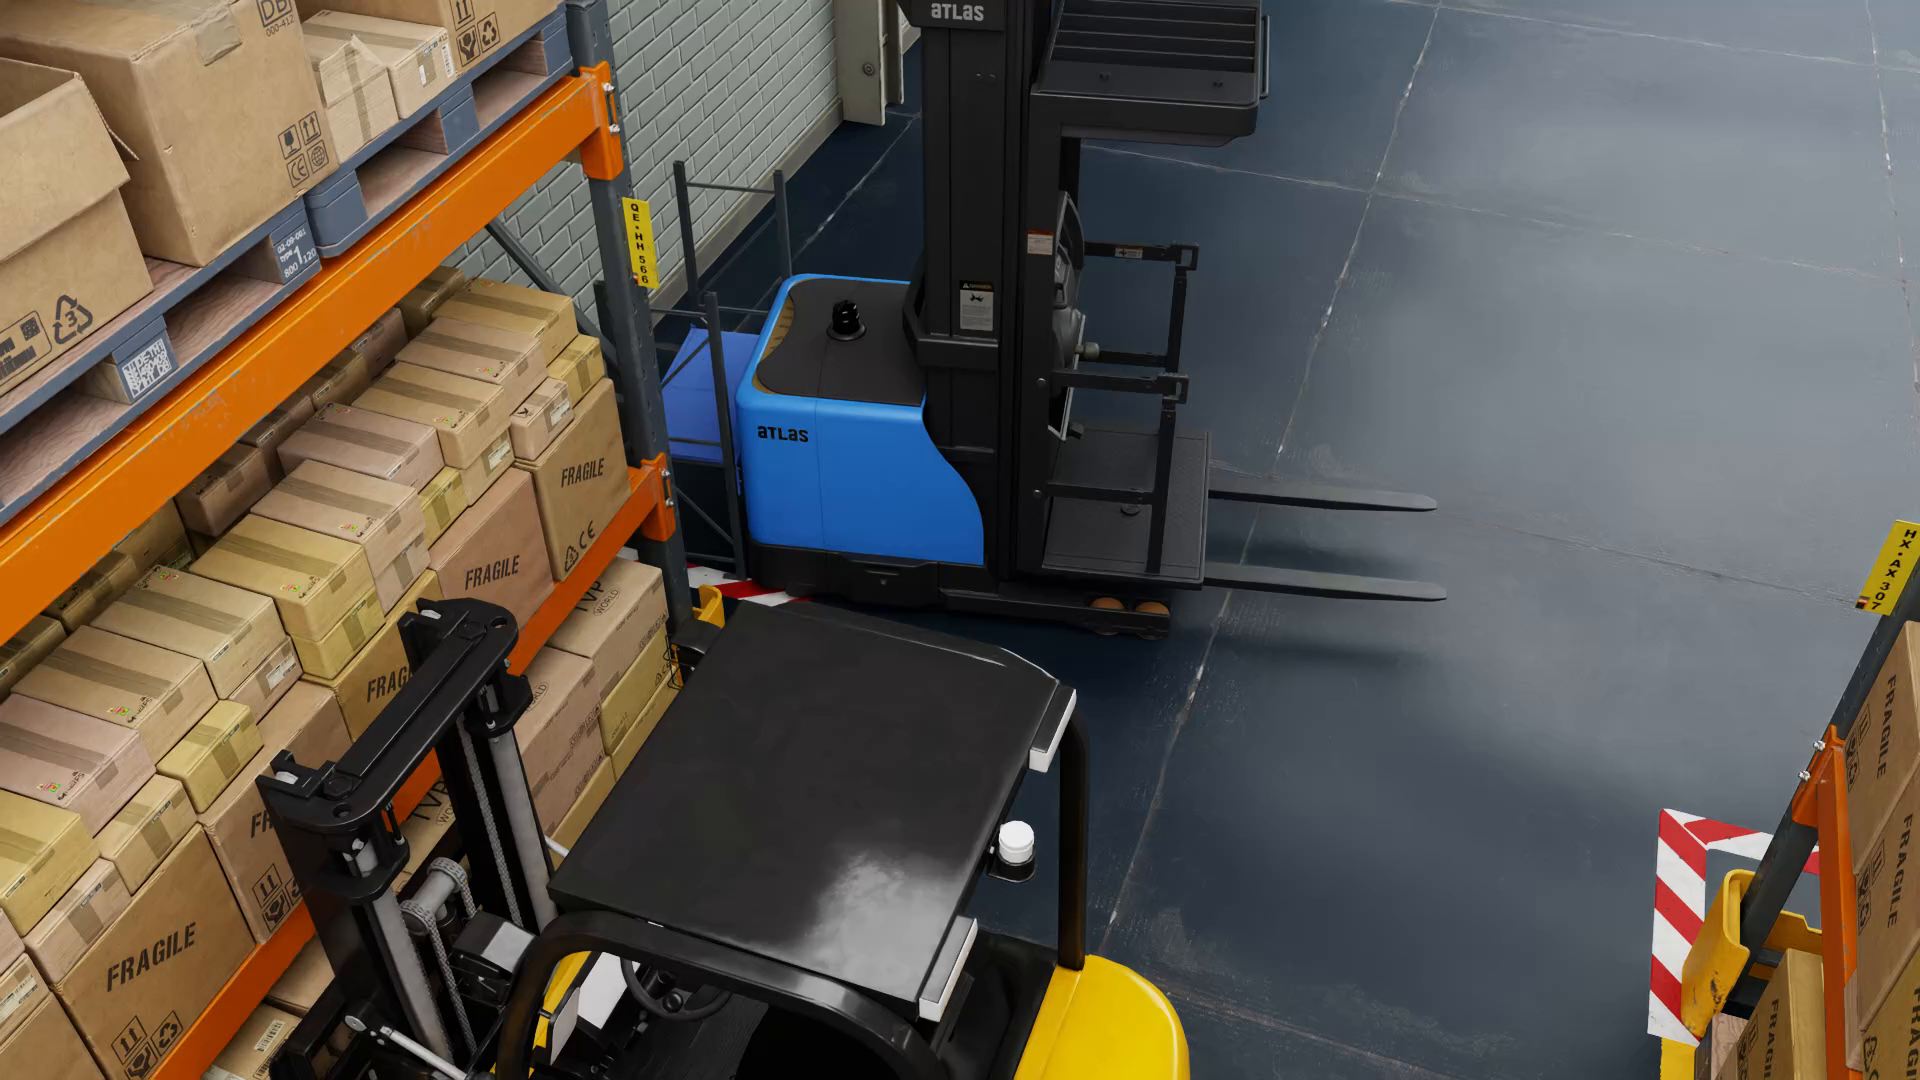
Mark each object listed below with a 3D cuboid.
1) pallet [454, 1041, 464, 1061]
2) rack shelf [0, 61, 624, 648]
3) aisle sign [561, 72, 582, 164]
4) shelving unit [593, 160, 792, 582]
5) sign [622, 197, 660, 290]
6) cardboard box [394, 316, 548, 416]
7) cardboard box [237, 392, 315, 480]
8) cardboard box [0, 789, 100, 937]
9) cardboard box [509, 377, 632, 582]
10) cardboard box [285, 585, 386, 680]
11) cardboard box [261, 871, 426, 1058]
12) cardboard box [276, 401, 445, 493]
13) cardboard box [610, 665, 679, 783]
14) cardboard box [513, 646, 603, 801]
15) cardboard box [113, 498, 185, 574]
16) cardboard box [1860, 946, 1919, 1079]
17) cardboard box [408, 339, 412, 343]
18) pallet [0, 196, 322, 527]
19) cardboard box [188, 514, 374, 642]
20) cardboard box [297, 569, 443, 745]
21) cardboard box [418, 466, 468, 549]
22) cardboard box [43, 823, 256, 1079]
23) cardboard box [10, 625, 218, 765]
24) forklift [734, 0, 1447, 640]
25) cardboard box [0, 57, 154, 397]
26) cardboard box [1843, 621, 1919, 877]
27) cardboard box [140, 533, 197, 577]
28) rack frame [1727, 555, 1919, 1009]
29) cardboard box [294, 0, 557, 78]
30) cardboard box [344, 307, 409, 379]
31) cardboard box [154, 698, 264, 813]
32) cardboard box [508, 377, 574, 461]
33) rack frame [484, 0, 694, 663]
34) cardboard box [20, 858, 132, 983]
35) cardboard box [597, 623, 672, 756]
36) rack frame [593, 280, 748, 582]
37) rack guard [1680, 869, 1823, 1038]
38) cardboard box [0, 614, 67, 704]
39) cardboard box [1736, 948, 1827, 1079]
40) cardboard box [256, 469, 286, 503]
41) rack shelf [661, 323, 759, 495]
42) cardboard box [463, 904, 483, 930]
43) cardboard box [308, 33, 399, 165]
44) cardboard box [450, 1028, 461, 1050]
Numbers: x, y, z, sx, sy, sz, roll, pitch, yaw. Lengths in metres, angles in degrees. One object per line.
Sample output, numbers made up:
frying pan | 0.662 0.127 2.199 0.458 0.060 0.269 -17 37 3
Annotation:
pallet | -2.195 1.709 5.538 1.003 0.211 1.213 13 42 15
rack shelf | -2.238 -0.217 3.890 1.077 0.370 4.000 13 42 15
aisle sign | -1.255 -1.533 5.187 0.394 0.787 0.004 13 42 15
shelving unit | -1.112 -0.747 7.424 0.538 1.500 1.048 7 41 8
sign | -1.049 -0.971 5.456 0.100 0.325 0.005 13 42 15
cardboard box | -1.533 -0.545 5.225 0.380 0.149 0.250 13 42 15
cardboard box | -2.166 -0.346 4.992 0.380 0.149 0.250 14 42 15
cardboard box | -2.203 0.708 3.757 0.380 0.149 0.250 13 42 14
cardboard box | -1.475 -0.249 5.607 0.500 0.500 0.500 12 42 14
cardboard box | -1.825 0.207 4.573 0.380 0.149 0.250 14 42 15
cardboard box | -1.931 1.217 4.991 0.500 0.250 0.500 12 42 14
cardboard box | -1.752 -0.244 4.872 0.380 0.149 0.250 14 42 15
cardboard box | -1.418 0.674 6.398 0.500 0.250 0.500 14 42 15
cardboard box | -1.587 0.599 5.715 0.500 0.250 0.500 14 42 16
cardboard box | -2.415 -0.042 4.635 0.380 0.149 0.250 12 42 14
cardboard box | 2.342 1.234 3.640 0.500 0.500 0.500 13 42 14
cardboard box | -1.914 -0.705 5.642 0.380 0.149 0.250 12 42 14
pallet | -2.235 -0.505 3.741 1.003 0.211 1.213 13 42 15
cardboard box | -1.821 0.099 4.471 0.380 0.149 0.250 14 42 16
cardboard box | -1.836 0.378 4.873 0.500 0.500 0.500 13 42 14
cardboard box | -1.710 -0.125 4.962 0.380 0.149 0.250 13 42 15
cardboard box | -2.190 0.989 4.156 0.500 0.500 0.500 13 42 15
cardboard box | -2.099 0.384 4.136 0.380 0.149 0.250 13 42 15
forklift | 0.623 -1.055 6.682 3.031 2.935 1.130 5 41 6
cardboard box | -2.156 -0.673 3.390 0.797 0.503 0.637 15 43 16
cardboard box | 2.689 0.606 4.376 0.500 0.500 0.500 13 42 14
cardboard box | -2.420 0.064 4.741 0.380 0.149 0.250 15 43 17
rack frame | 3.112 0.530 4.771 1.000 3.000 0.127 13 42 15
cardboard box | -1.476 -1.622 4.505 0.500 0.500 0.500 15 43 16
cardboard box | -2.019 -0.662 5.362 0.380 0.149 0.250 15 43 17
cardboard box | -2.018 0.511 4.217 0.380 0.149 0.250 12 42 14
cardboard box | -1.469 -0.418 5.306 0.380 0.149 0.250 14 42 16
rack frame | -1.554 -0.569 6.060 1.000 3.000 0.127 13 42 15
cardboard box | -2.170 0.832 3.840 0.380 0.149 0.250 13 42 15
cardboard box | -1.427 0.493 6.225 0.500 0.250 0.500 13 42 15
rack frame | -1.205 -0.423 7.043 0.500 1.500 0.032 7 41 8
rack guard | 3.086 1.527 5.528 1.175 0.500 0.348 13 42 15
cardboard box | -2.512 0.289 4.248 0.380 0.149 0.250 14 43 16
cardboard box | 2.569 1.576 4.762 0.500 0.500 0.500 12 42 14
cardboard box | -2.180 -0.237 5.094 0.380 0.149 0.250 12 42 14
rack shelf | -1.112 -0.610 7.540 0.538 0.185 1.000 7 41 8
cardboard box | -1.765 1.116 5.494 0.500 0.250 0.500 12 42 14
cardboard box | -1.639 -1.130 4.109 0.396 0.266 0.258 13 42 15
cardboard box | -1.933 1.600 5.313 0.500 0.250 0.500 15 43 16
